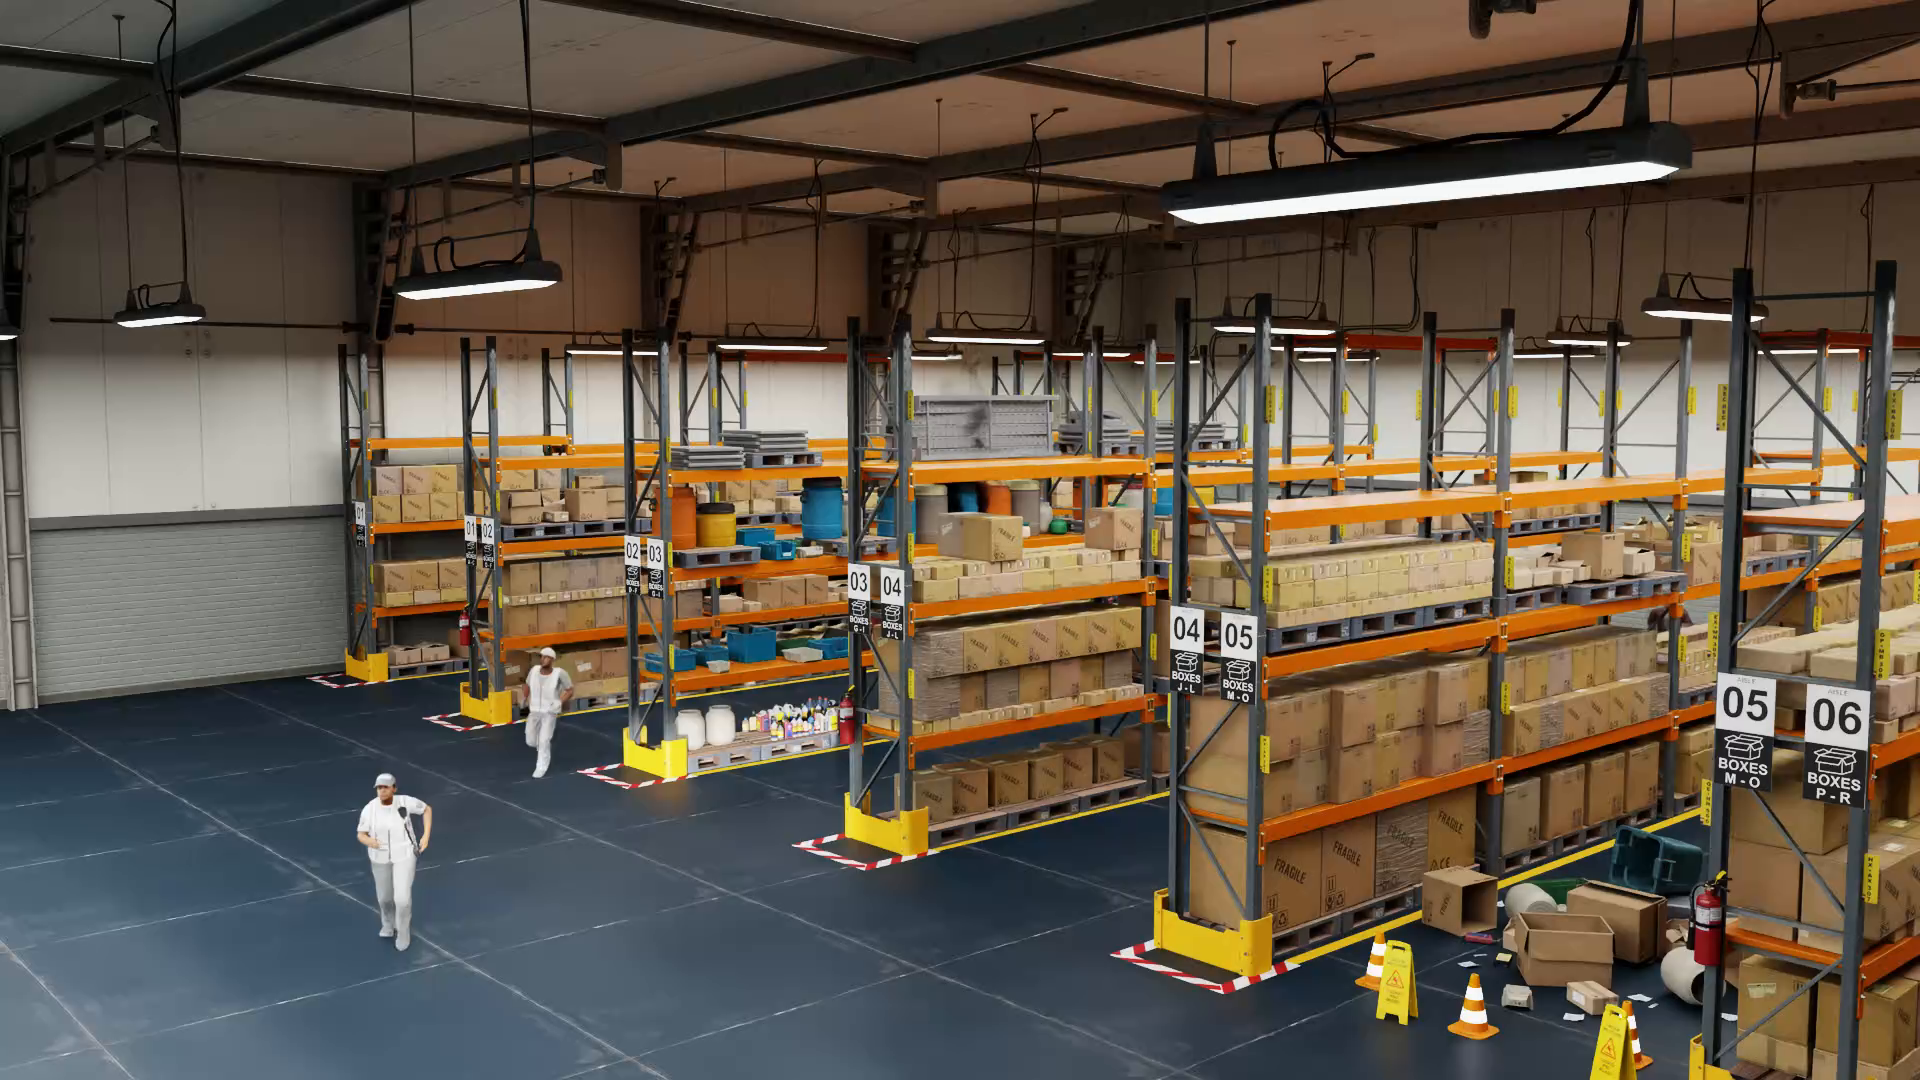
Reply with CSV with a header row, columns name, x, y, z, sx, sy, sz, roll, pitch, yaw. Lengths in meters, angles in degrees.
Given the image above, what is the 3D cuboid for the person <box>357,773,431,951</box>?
name,x,y,z,sx,sy,sz,roll,pitch,yaw
person,-5.255,2.963,15.380,0.568,1.655,0.812,-1,5,-8

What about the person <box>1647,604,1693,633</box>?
name,x,y,z,sx,sy,sz,roll,pitch,yaw
person,11.937,1.768,28.008,0.722,1.782,0.798,2,6,26

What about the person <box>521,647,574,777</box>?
name,x,y,z,sx,sy,sz,roll,pitch,yaw
person,-5.547,2.299,22.422,0.707,1.735,0.608,1,5,12
